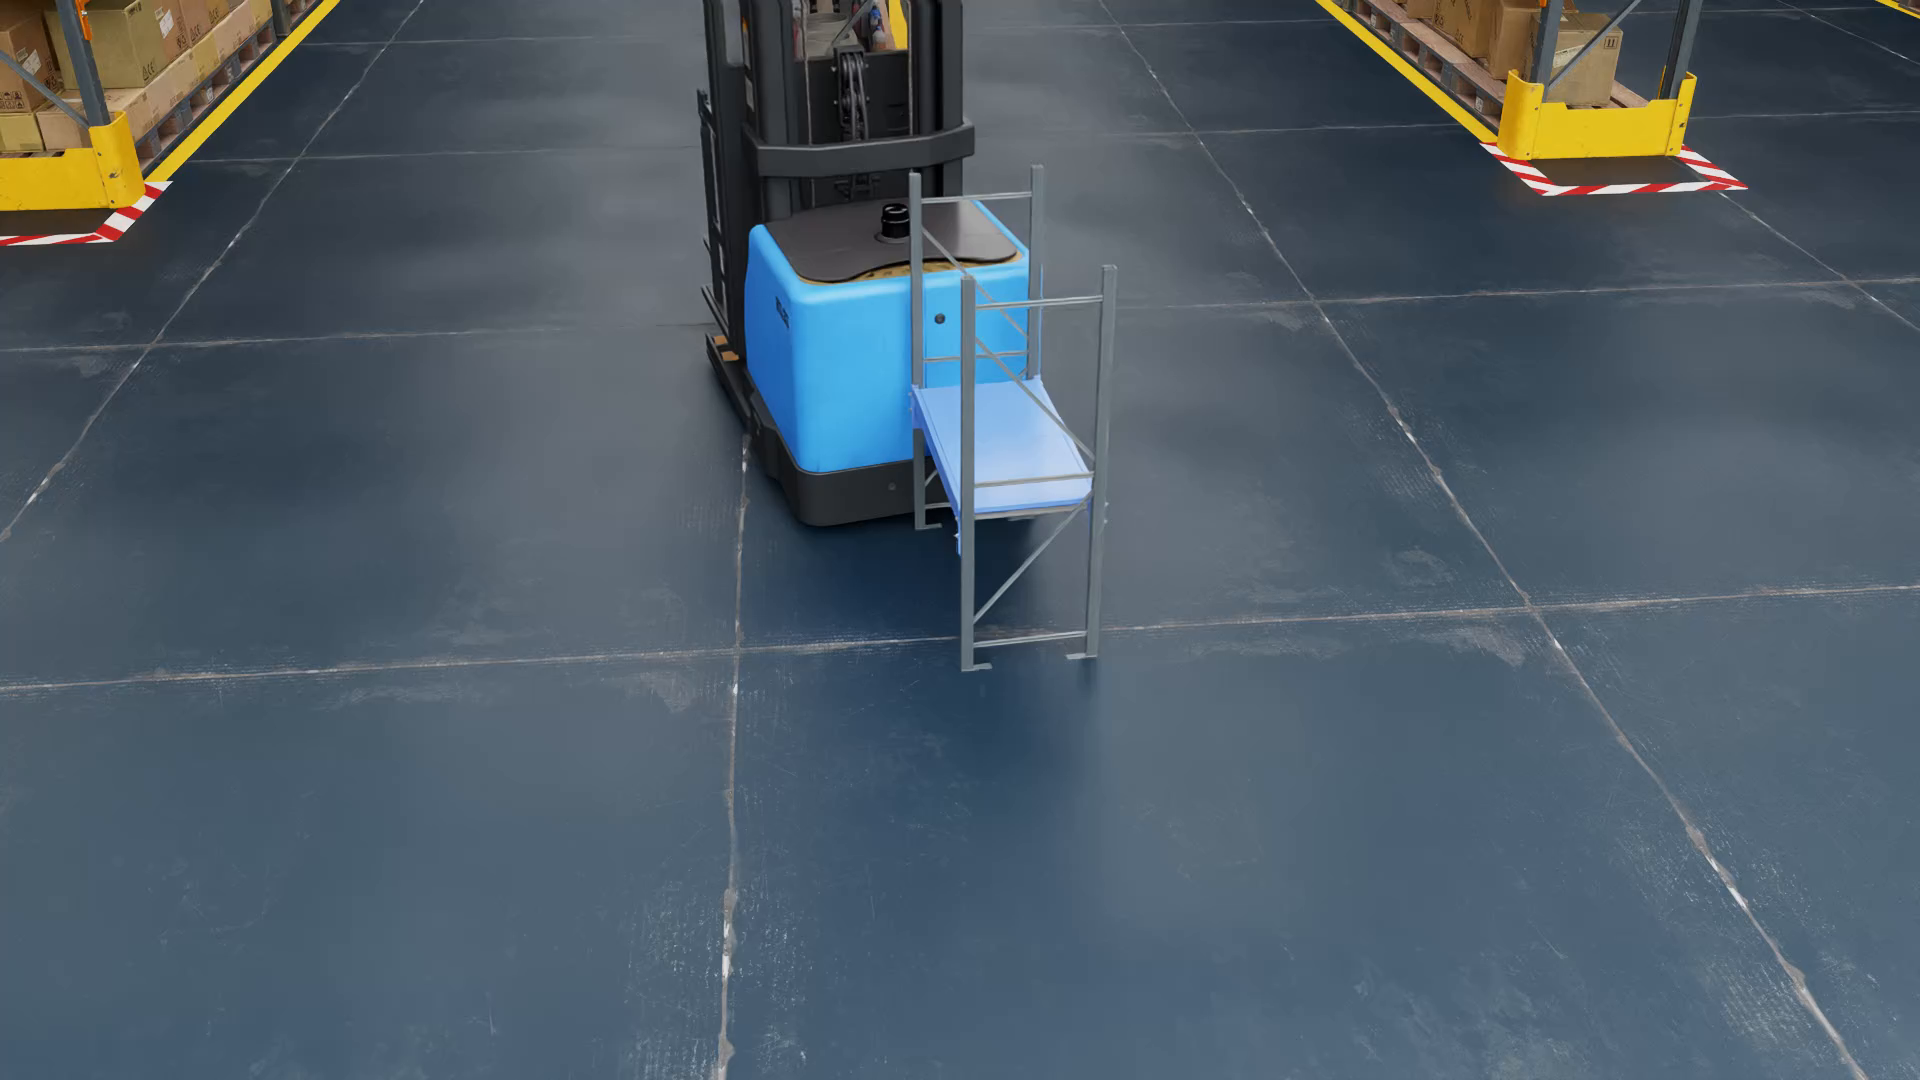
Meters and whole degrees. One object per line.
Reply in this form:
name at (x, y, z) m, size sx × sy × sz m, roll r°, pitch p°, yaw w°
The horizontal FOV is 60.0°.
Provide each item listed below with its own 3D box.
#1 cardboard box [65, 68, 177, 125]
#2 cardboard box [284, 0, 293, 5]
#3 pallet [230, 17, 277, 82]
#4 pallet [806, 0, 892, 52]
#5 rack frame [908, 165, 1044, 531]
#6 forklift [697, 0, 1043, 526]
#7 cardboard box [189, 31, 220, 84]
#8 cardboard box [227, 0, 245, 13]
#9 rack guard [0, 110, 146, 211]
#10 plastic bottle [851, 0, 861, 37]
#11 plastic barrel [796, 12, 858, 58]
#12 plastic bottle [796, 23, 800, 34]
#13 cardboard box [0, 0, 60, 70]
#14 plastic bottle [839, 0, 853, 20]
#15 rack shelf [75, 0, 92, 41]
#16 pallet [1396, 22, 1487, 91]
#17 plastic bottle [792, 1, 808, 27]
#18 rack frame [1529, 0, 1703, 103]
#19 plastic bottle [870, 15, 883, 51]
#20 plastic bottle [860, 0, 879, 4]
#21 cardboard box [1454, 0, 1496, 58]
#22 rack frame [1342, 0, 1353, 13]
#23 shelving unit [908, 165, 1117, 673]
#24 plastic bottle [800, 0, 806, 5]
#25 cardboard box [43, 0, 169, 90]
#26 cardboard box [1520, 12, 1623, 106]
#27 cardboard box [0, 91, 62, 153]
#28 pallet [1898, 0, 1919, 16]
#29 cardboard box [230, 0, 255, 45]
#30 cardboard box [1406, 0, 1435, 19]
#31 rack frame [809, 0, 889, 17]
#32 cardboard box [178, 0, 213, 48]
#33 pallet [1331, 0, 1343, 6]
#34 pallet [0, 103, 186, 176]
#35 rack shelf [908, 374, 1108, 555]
cardboard box at (-5.538, -2.927, 10.996) m, size 0.500 × 0.250 × 0.500 m, roll -3°, pitch 31°, yaw -5°
cardboard box at (-5.823, -4.647, 13.877) m, size 0.500 × 0.250 × 0.500 m, roll -3°, pitch 31°, yaw -6°
pallet at (-6.000, -3.824, 12.947) m, size 1.003 × 0.211 × 1.213 m, roll -3°, pitch 31°, yaw -5°
pallet at (-1.079, -4.123, 13.447) m, size 1.003 × 0.211 × 1.213 m, roll -3°, pitch 31°, yaw -5°
rack frame at (0.060, -0.712, 6.479) m, size 0.500 × 1.500 × 0.032 m, roll -6°, pitch 31°, yaw -9°
forklift at (-0.606, -2.058, 7.337) m, size 1.130 × 2.935 × 3.031 m, roll -10°, pitch 32°, yaw -16°
cardboard box at (-5.626, -3.437, 11.852) m, size 0.500 × 0.250 × 0.500 m, roll -3°, pitch 31°, yaw -5°
cardboard box at (-5.736, -4.269, 12.513) m, size 0.500 × 0.500 × 0.500 m, roll -3°, pitch 31°, yaw -5°
rack guard at (-5.656, -2.302, 10.116) m, size 1.175 × 0.500 × 0.348 m, roll -3°, pitch 31°, yaw -5°
plastic bottle at (-0.800, -4.021, 12.777) m, size 0.061 × 0.283 × 0.133 m, roll -3°, pitch 31°, yaw -5°
plastic barrel at (-0.911, -3.323, 11.405) m, size 0.421 × 0.512 × 0.421 m, roll 0°, pitch 31°, yaw 0°
plastic bottle at (-1.221, -3.743, 12.391) m, size 0.097 × 0.201 × 0.097 m, roll 0°, pitch 31°, yaw 0°
cardboard box at (-6.113, -3.478, 11.189) m, size 0.500 × 0.500 × 0.500 m, roll -3°, pitch 31°, yaw -5°
plastic bottle at (-0.880, -4.252, 13.170) m, size 0.152 × 0.276 × 0.135 m, roll -3°, pitch 31°, yaw -5°
rack shelf at (-5.846, -4.100, 11.390) m, size 1.077 × 0.370 × 4.000 m, roll -3°, pitch 31°, yaw -5°
pallet at (4.046, -3.740, 12.805) m, size 1.003 × 0.211 × 1.213 m, roll -3°, pitch 31°, yaw -5°
plastic bottle at (-1.236, -3.959, 12.680) m, size 0.152 × 0.276 × 0.135 m, roll -3°, pitch 31°, yaw -5°
rack frame at (4.205, -3.860, 10.287) m, size 1.000 × 3.000 × 0.127 m, roll -3°, pitch 31°, yaw -5°
plastic bottle at (-0.618, -3.756, 12.344) m, size 0.097 × 0.271 × 0.097 m, roll 0°, pitch 31°, yaw 0°
plastic bottle at (-0.705, -4.139, 12.908) m, size 0.144 × 0.351 × 0.185 m, roll -3°, pitch 31°, yaw -5°
cardboard box at (4.033, -3.911, 12.400) m, size 0.500 × 0.500 × 0.500 m, roll 0°, pitch 31°, yaw 0°
rack frame at (3.831, -5.902, 13.706) m, size 1.000 × 3.000 × 0.127 m, roll -3°, pitch 31°, yaw -5°
shelving unit at (0.155, -0.456, 6.050) m, size 0.538 × 1.500 × 1.048 m, roll -6°, pitch 31°, yaw -9°
plastic bottle at (-1.295, -4.291, 13.164) m, size 0.144 × 0.351 × 0.185 m, roll -3°, pitch 31°, yaw -5°
cardboard box at (-5.536, -3.249, 10.804) m, size 0.500 × 0.500 × 0.500 m, roll -3°, pitch 31°, yaw -5°
cardboard box at (4.163, -3.287, 11.356) m, size 0.500 × 0.500 × 0.500 m, roll 3°, pitch 31°, yaw 5°
cardboard box at (-6.003, -2.647, 10.528) m, size 0.500 × 0.250 × 0.500 m, roll -3°, pitch 31°, yaw -5°
pallet at (8.772, -4.499, 14.076) m, size 1.003 × 0.211 × 1.213 m, roll -3°, pitch 31°, yaw -5°
cardboard box at (-5.735, -3.947, 12.705) m, size 0.500 × 0.250 × 0.500 m, roll -3°, pitch 31°, yaw -5°
cardboard box at (3.890, -4.511, 13.405) m, size 0.500 × 0.500 × 0.500 m, roll 7°, pitch 32°, yaw 11°
rack frame at (-1.100, -5.665, 13.309) m, size 1.000 × 3.000 × 0.127 m, roll -3°, pitch 31°, yaw -5°
cardboard box at (-5.625, -3.759, 11.659) m, size 0.500 × 0.500 × 0.500 m, roll -3°, pitch 31°, yaw -5°
pallet at (3.757, -5.102, 15.087) m, size 1.003 × 0.211 × 1.213 m, roll -3°, pitch 31°, yaw -5°
pallet at (-5.772, -2.579, 10.861) m, size 1.003 × 0.211 × 1.213 m, roll -3°, pitch 31°, yaw -5°
rack shelf at (0.155, -0.301, 6.142) m, size 0.538 × 0.185 × 1.000 m, roll -6°, pitch 31°, yaw -9°
